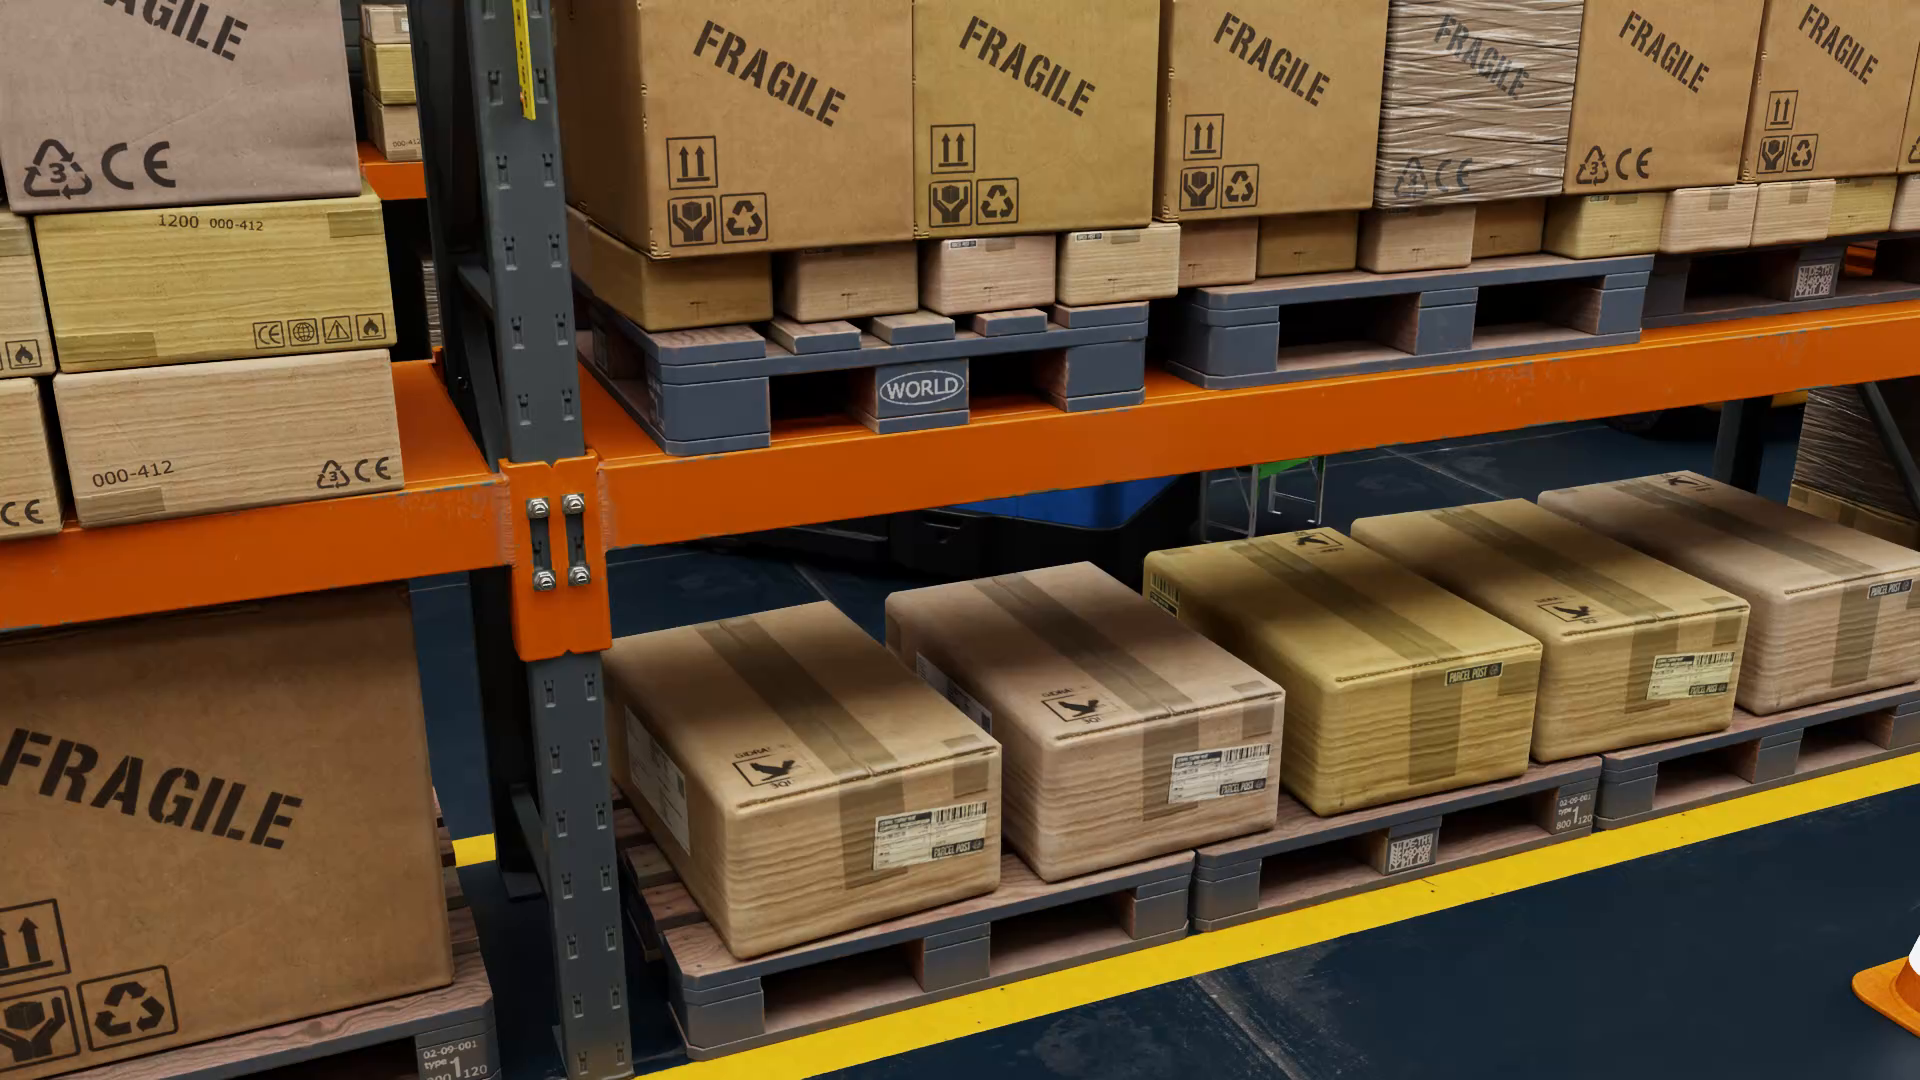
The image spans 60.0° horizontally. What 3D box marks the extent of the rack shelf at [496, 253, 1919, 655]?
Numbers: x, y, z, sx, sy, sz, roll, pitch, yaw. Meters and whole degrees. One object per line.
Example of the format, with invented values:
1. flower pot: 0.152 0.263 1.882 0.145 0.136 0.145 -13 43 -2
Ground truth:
1. rack shelf: 0.916 -0.382 4.175 4.000 0.370 1.077 -8 21 -22

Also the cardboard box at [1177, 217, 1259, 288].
1. cardboard box: 0.445 -0.658 3.622 0.250 0.149 0.380 -7 21 -19

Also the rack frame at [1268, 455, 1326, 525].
1. rack frame: 1.360 -0.655 6.575 0.240 1.200 0.015 17 26 39

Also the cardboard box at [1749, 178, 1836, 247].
1. cardboard box: 1.918 -0.838 4.132 0.250 0.149 0.380 -9 21 -23

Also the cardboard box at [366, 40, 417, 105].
1. cardboard box: -2.376 -2.113 7.480 0.500 0.250 0.500 -8 21 -22

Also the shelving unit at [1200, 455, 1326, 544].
1. shelving unit: 1.195 -0.595 6.405 0.258 1.200 0.503 17 26 39

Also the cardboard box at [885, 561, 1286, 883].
1. cardboard box: 0.277 0.412 4.160 0.625 0.372 0.950 -9 21 -23

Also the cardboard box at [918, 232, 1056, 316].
1. cardboard box: -0.006 -0.573 3.379 0.250 0.149 0.380 -10 22 -25

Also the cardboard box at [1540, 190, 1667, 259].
1. cardboard box: 1.447 -0.783 3.974 0.250 0.149 0.380 -8 21 -22

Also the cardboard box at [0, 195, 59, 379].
1. cardboard box: -1.734 -0.414 2.654 0.500 0.250 0.500 -9 21 -23

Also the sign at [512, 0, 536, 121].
1. sign: -0.698 -0.836 2.636 0.005 0.325 0.100 -8 21 -22

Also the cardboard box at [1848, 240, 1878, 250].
1. cardboard box: 2.927 -1.002 5.228 0.250 0.149 0.380 -8 21 -22

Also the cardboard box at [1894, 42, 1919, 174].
1. cardboard box: 2.419 -1.240 4.295 0.500 0.500 0.500 -9 21 -23

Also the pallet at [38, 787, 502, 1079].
1. pallet: -1.674 0.937 3.542 1.213 0.211 1.003 -8 21 -22

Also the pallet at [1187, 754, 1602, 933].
1. pallet: 0.916 0.595 4.514 1.213 0.211 1.003 -8 21 -22

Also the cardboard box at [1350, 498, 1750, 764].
1. cardboard box: 1.613 0.222 4.699 0.625 0.372 0.950 -7 21 -19

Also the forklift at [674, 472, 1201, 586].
1. forklift: -0.617 -1.484 6.323 3.031 2.935 1.130 9 21 24

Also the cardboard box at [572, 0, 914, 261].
1. cardboard box: -0.416 -0.833 3.140 0.500 0.500 0.500 -9 21 -23

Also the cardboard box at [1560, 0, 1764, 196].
1. cardboard box: 1.488 -1.108 3.921 0.500 0.500 0.500 -7 21 -20

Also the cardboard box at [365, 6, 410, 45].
1. cardboard box: -2.481 -2.277 7.345 0.250 0.149 0.380 -7 21 -20

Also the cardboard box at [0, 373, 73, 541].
1. cardboard box: -1.745 -0.170 2.714 0.500 0.250 0.500 -8 21 -21

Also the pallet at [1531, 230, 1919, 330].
1. pallet: 1.993 -0.838 4.675 1.213 0.211 1.003 -8 21 -22

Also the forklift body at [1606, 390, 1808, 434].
1. forklift body: 3.437 -1.818 8.447 1.214 2.155 2.313 -8 21 -22

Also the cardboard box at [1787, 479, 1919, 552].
1. cardboard box: 3.189 -0.046 5.643 0.500 0.250 0.500 -7 21 -19

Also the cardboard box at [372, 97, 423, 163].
1. cardboard box: -2.386 -1.885 7.585 0.500 0.250 0.500 -8 21 -22

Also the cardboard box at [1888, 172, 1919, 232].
1. cardboard box: 2.389 -0.913 4.343 0.250 0.149 0.380 -8 21 -21

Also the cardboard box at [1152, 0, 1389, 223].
1. cardboard box: 0.545 -0.975 3.545 0.500 0.500 0.500 -8 21 -21

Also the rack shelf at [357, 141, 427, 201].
1. rack shelf: -1.054 -1.896 8.472 4.000 0.370 1.077 -8 21 -22

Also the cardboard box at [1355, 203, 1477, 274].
1. cardboard box: 0.955 -0.722 3.802 0.250 0.149 0.380 -7 21 -20

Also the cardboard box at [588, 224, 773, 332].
1. cardboard box: -0.548 -0.524 3.240 0.250 0.149 0.380 -9 22 -25

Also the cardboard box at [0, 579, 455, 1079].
1. cardboard box: -1.588 0.411 3.405 0.875 0.875 0.875 -8 21 -22

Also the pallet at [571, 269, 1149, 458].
1. pallet: -0.308 -0.494 3.698 1.003 0.211 1.213 -8 21 -22

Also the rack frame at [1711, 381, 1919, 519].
1. rack frame: 2.752 -0.985 4.802 0.127 3.000 1.000 -8 21 -22

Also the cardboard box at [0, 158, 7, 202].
1. cardboard box: -1.759 -0.760 2.507 0.500 0.500 0.500 -8 21 -21
